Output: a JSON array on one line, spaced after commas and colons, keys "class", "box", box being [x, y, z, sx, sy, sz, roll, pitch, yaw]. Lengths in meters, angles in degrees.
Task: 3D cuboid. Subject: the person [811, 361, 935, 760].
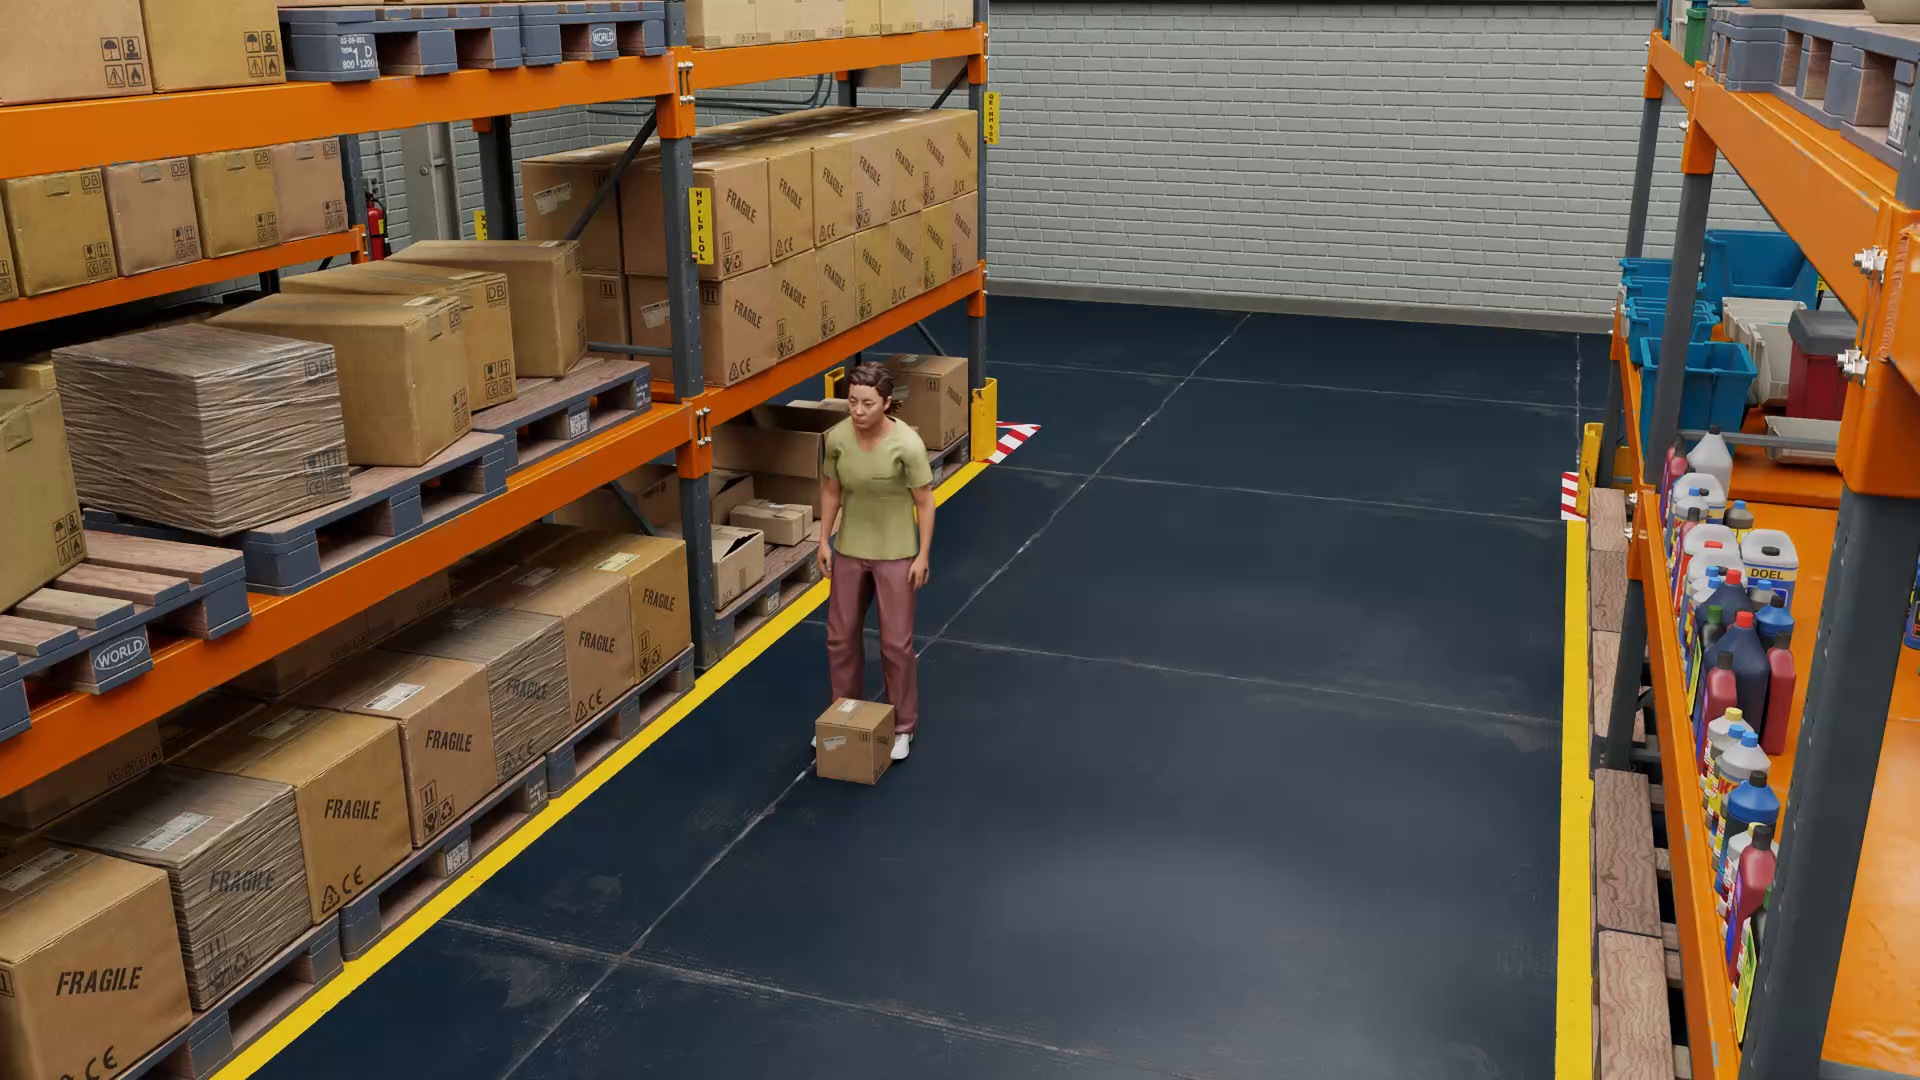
[{"class": "person", "box": [-0.354, 0.077, 6.837, 0.499, 1.673, 0.357, 7, 20, 19]}]
